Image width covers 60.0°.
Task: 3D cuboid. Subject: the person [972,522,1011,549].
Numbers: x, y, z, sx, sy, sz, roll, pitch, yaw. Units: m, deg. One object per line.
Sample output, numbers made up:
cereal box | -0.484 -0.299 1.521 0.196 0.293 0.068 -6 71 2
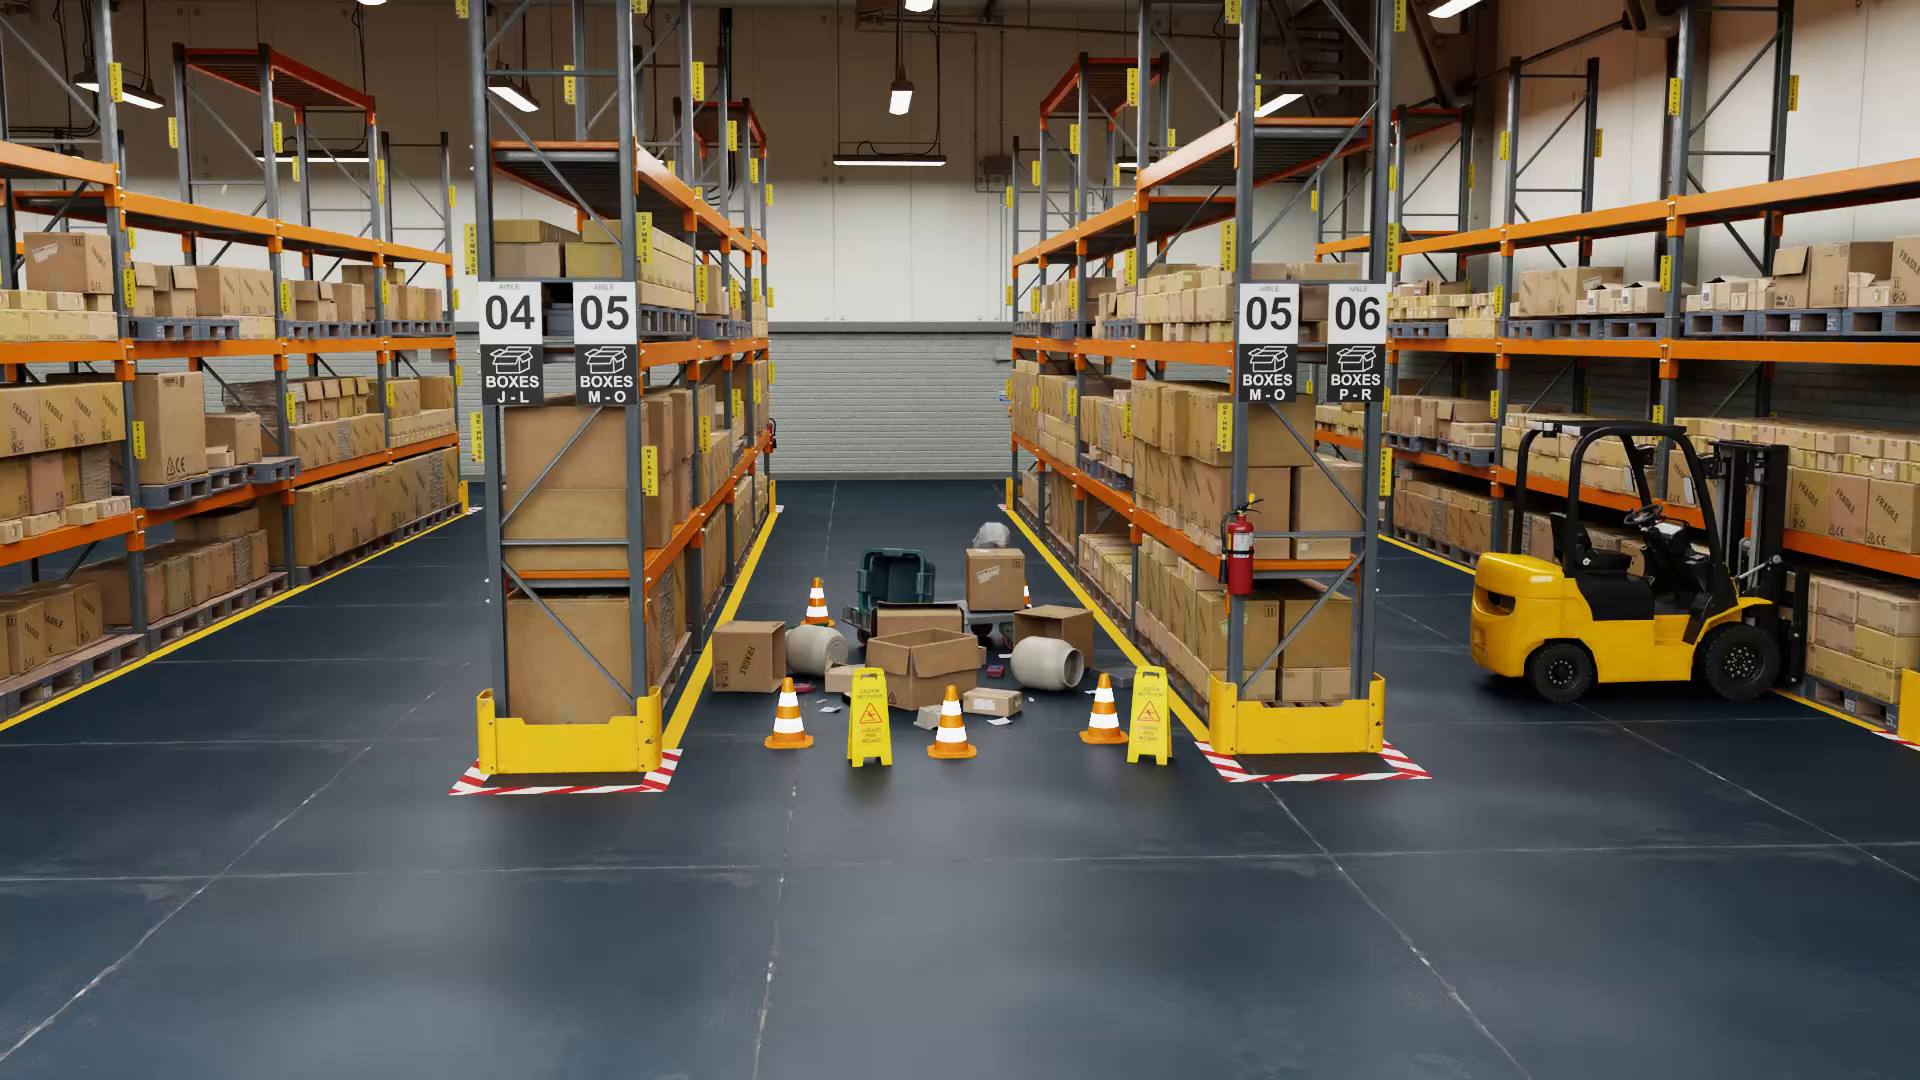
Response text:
person | 0.338 0.203 18.264 0.423 0.832 0.856 -1 7 -6
